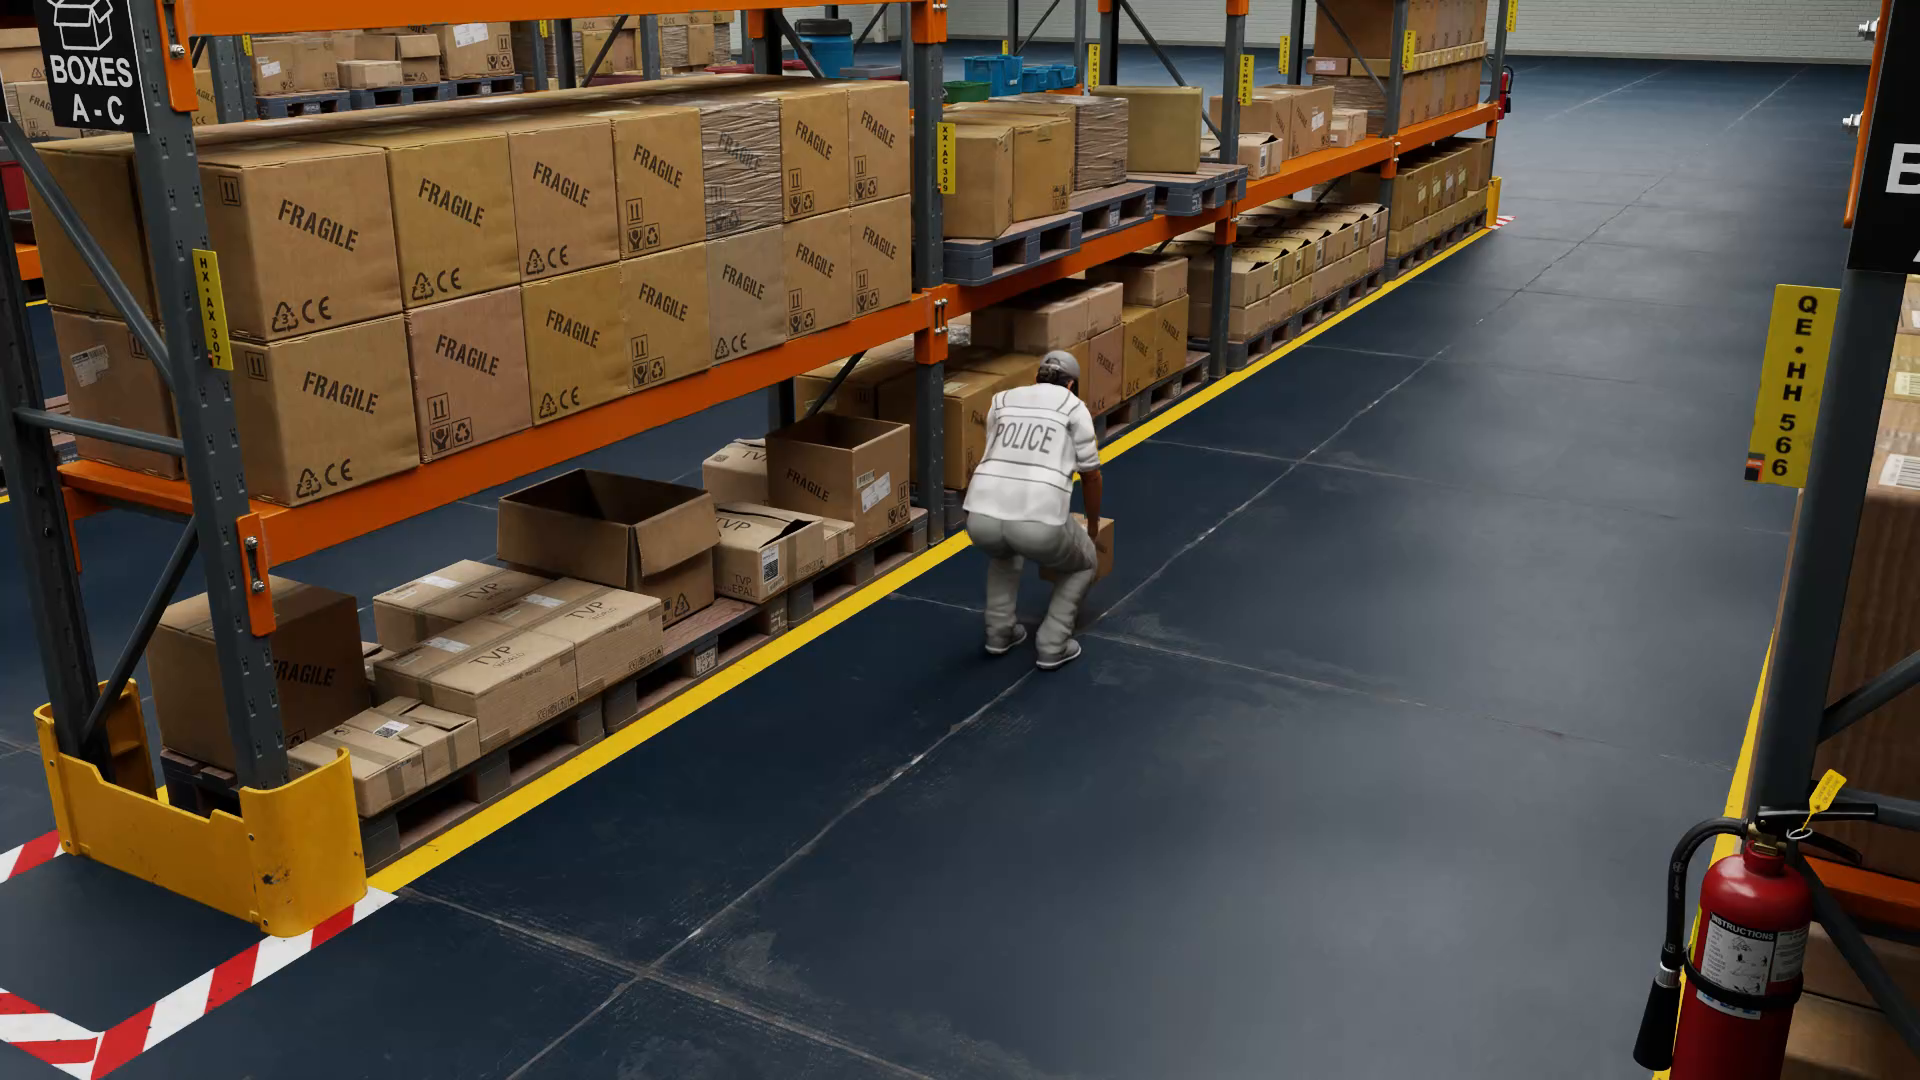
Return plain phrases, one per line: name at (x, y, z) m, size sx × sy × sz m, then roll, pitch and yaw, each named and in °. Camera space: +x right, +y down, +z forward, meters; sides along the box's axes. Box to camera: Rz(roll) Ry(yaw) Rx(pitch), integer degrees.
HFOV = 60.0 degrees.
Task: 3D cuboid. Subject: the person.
person at (0.300, -0.126, 7.027) m, size 0.538 × 1.268 × 0.783 m, roll 10°, pitch 22°, yaw 27°
